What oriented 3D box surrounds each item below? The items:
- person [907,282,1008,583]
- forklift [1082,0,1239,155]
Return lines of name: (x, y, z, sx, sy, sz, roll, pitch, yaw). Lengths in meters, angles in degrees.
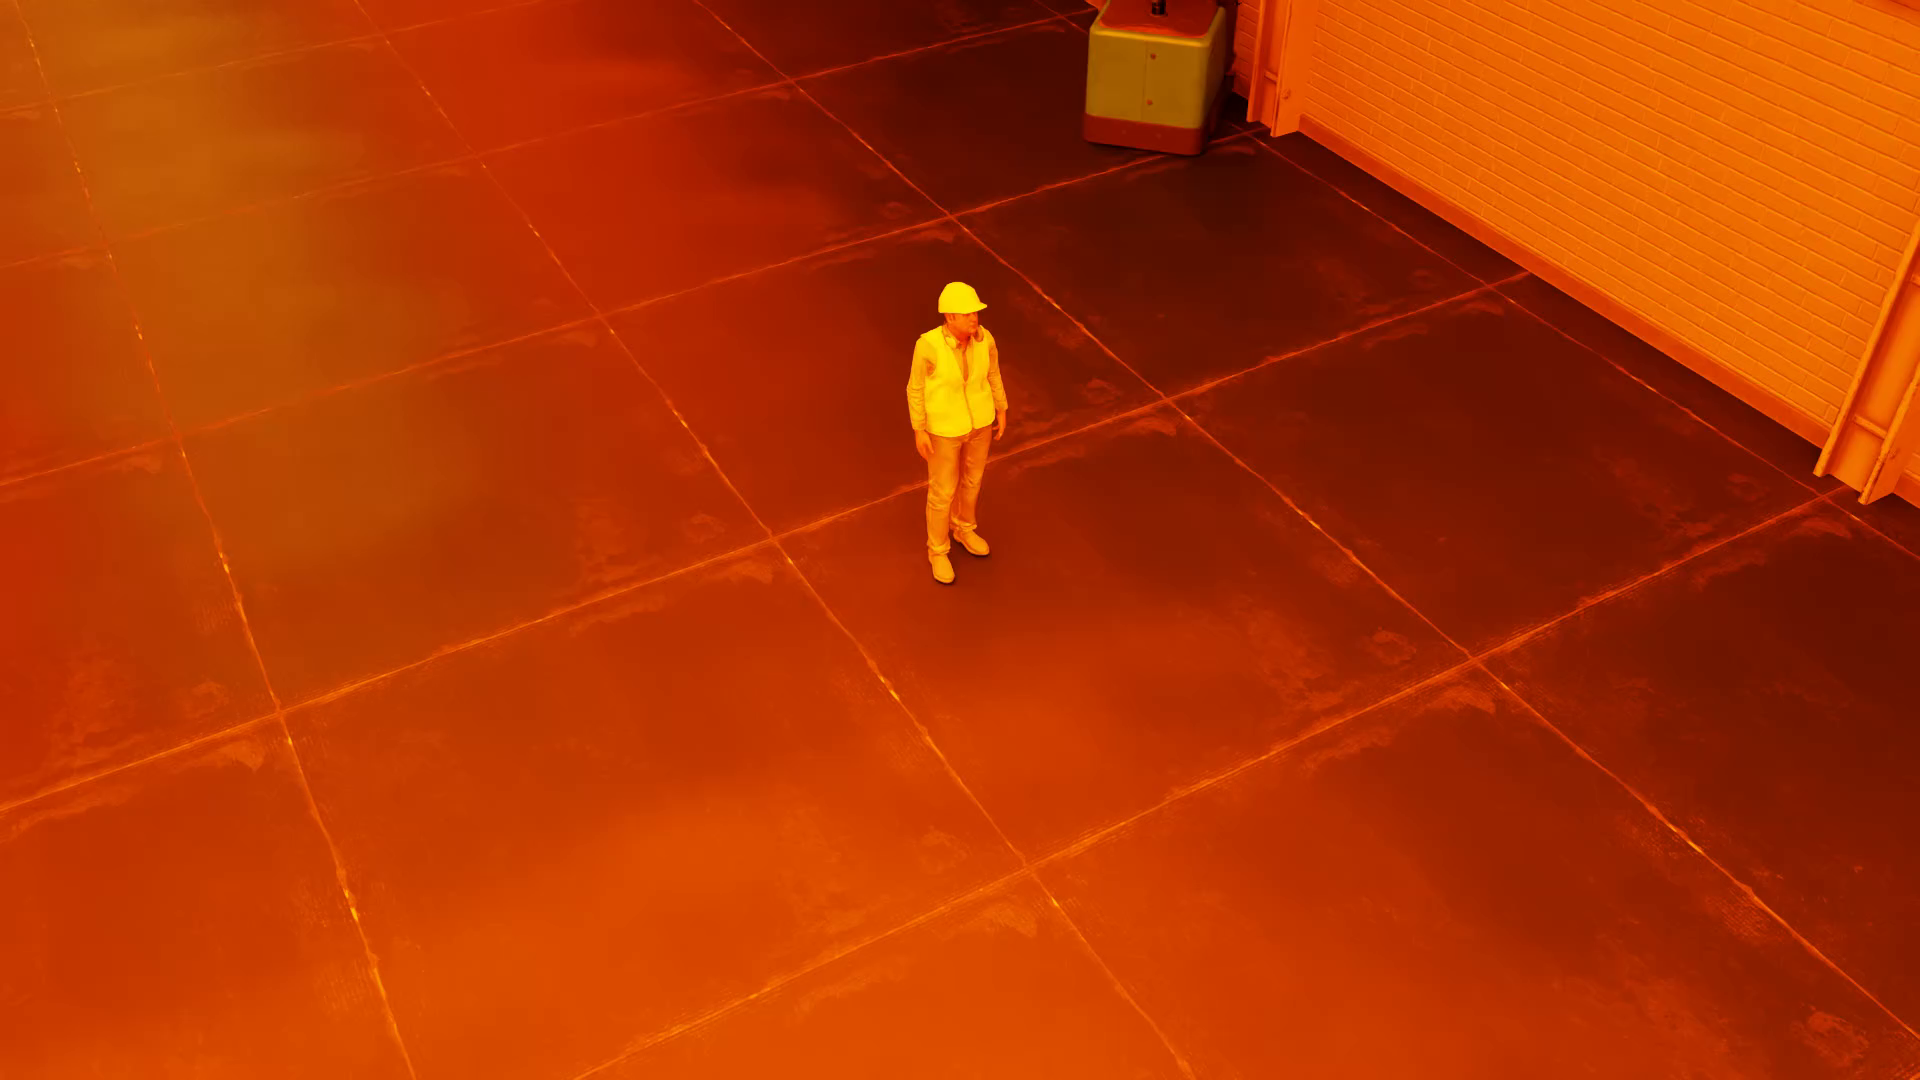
person: (0.024, -0.652, 9.716, 0.632, 1.773, 0.568, -20, 44, -23)
forklift: (1.982, -5.353, 14.490, 1.130, 2.935, 3.031, 11, 41, 13)
